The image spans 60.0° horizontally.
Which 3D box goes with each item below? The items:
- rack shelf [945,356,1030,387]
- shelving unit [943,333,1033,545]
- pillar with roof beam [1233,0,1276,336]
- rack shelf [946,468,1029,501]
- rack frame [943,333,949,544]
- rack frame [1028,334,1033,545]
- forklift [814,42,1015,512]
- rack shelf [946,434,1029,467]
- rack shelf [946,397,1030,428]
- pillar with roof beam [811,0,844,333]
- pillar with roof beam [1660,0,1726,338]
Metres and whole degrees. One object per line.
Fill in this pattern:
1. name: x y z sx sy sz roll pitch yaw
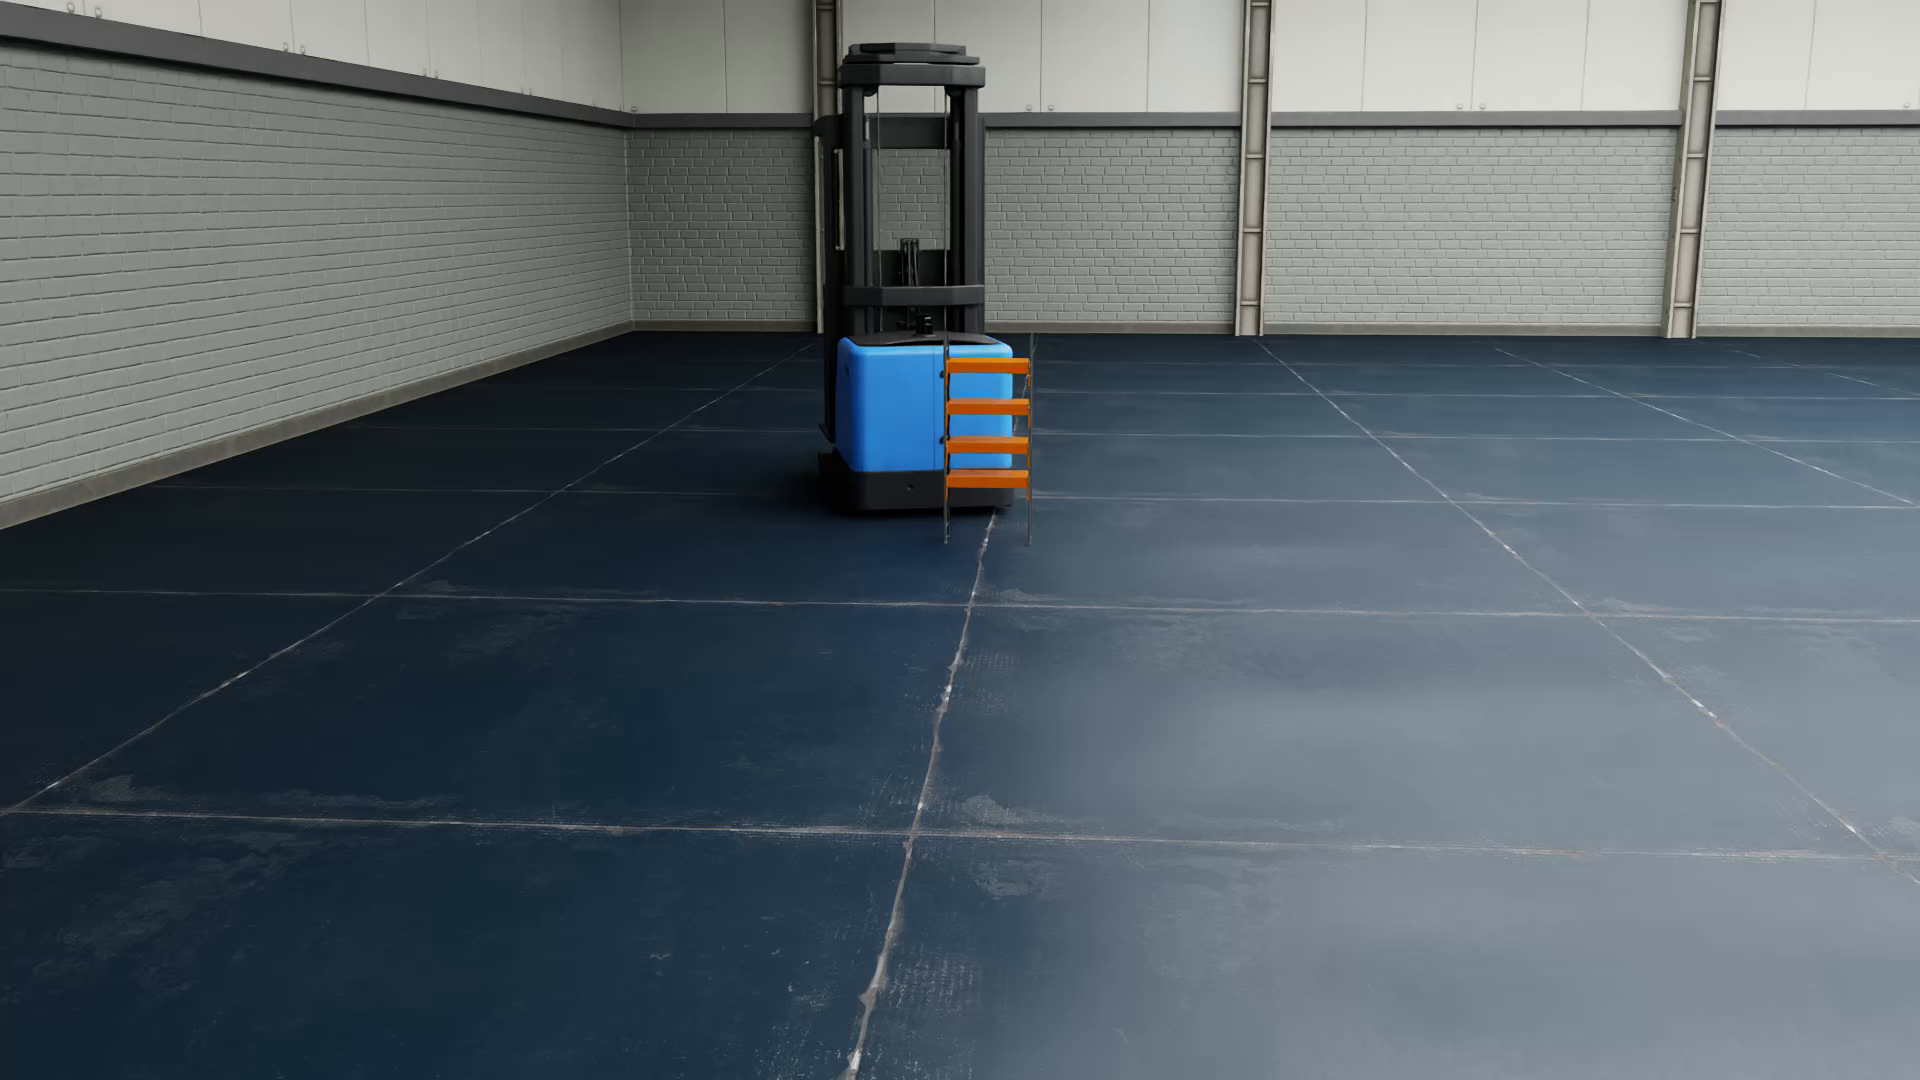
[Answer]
1. rack shelf: 0.165 -0.970 9.554 0.480 0.148 0.258 1 12 4
2. shelving unit: 0.165 -0.585 9.634 0.503 1.200 0.258 1 12 4
3. pillar with roof beam: 3.839 -6.467 18.704 0.400 9.000 9.100 1 12 4
4. rack shelf: 0.165 -0.325 9.689 0.480 0.148 0.258 1 12 4
5. rack frame: -0.078 -0.588 9.650 0.015 1.200 0.240 1 12 4
6. rack frame: 0.409 -0.582 9.618 0.015 1.200 0.240 1 12 4
7. forklift: -0.415 -1.868 11.539 1.130 2.935 3.031 -2 12 -10
8. rack shelf: 0.165 -0.519 9.648 0.480 0.148 0.258 1 12 4
9. rack shelf: 0.165 -0.738 9.602 0.480 0.148 0.258 1 12 4
10. pillar with roof beam: -2.147 -6.549 19.097 0.400 9.000 9.100 1 12 4
11. pillar with roof beam: 9.826 -6.385 18.312 0.400 9.000 9.100 1 12 4
